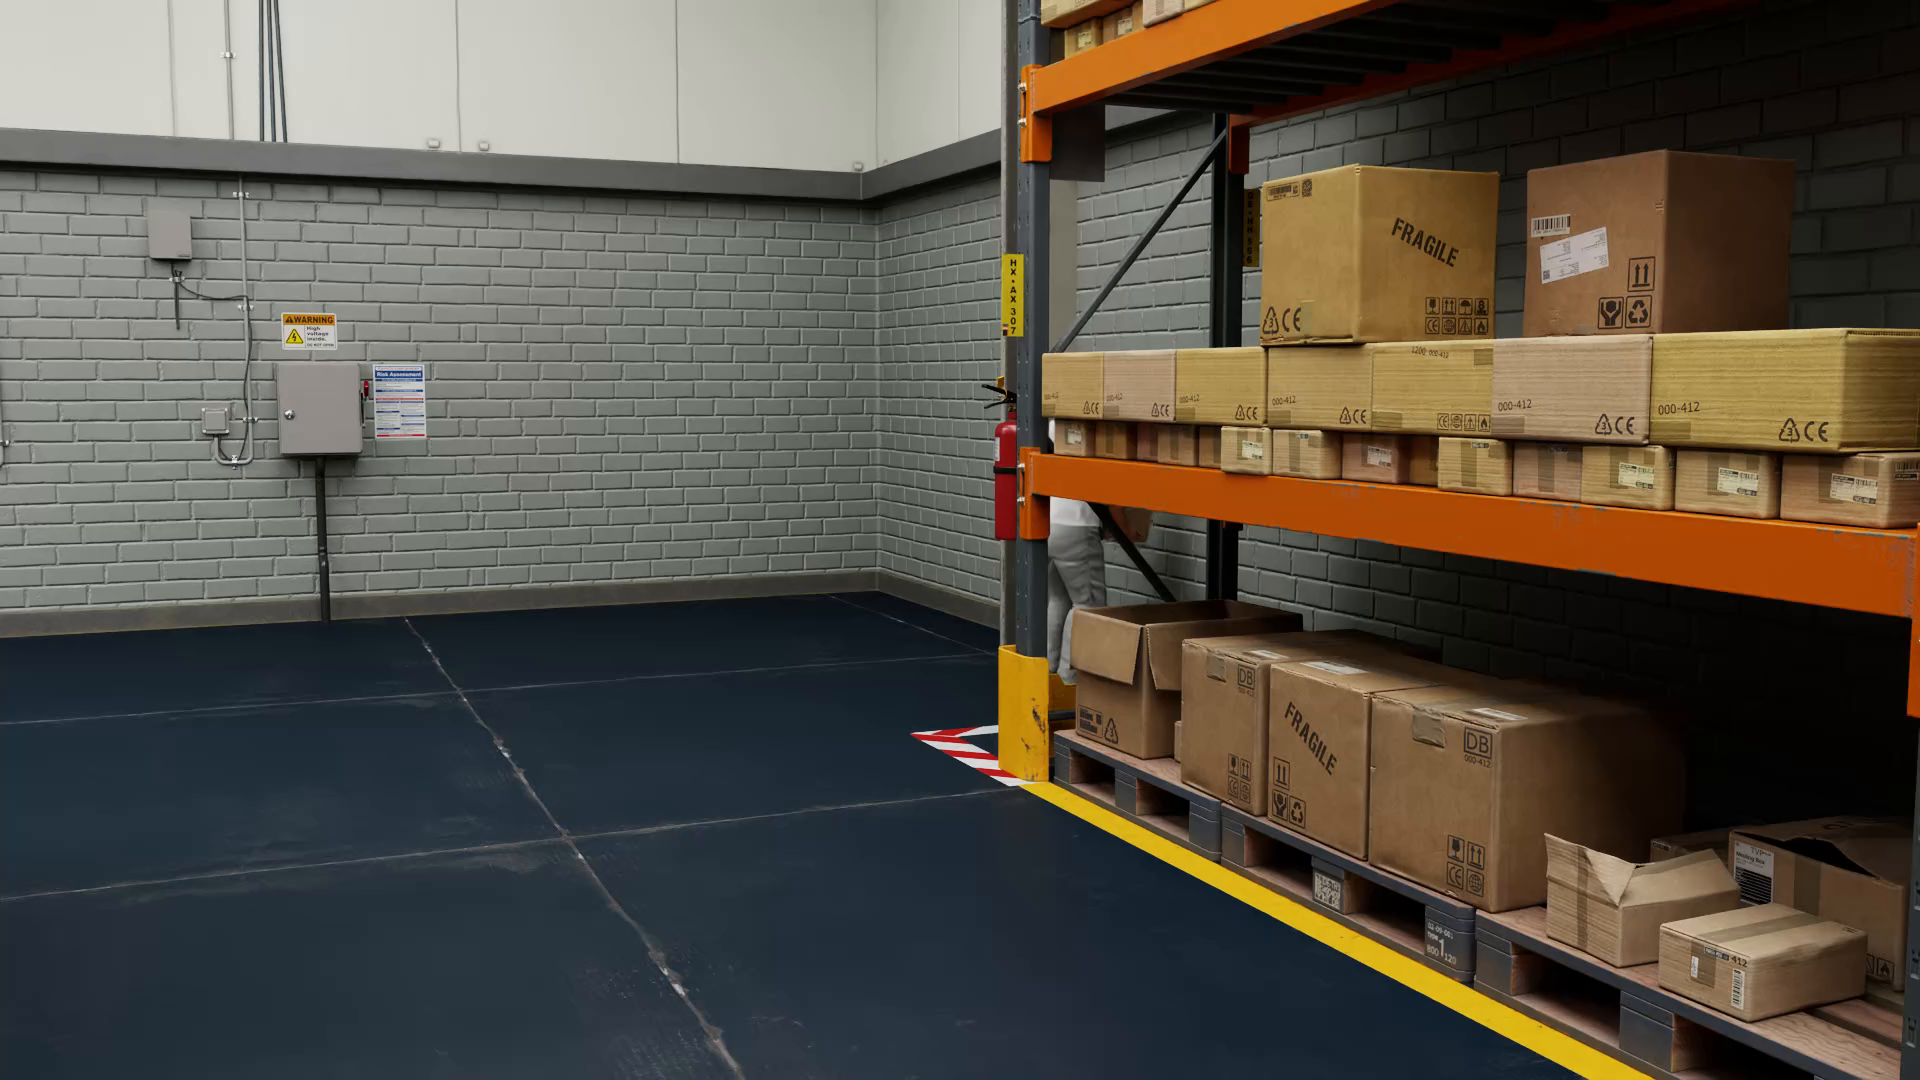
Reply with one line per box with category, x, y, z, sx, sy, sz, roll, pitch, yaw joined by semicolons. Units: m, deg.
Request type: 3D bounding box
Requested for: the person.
person;0.611;-0.033;8.443;0.565;1.655;0.452;-3;6;-25
